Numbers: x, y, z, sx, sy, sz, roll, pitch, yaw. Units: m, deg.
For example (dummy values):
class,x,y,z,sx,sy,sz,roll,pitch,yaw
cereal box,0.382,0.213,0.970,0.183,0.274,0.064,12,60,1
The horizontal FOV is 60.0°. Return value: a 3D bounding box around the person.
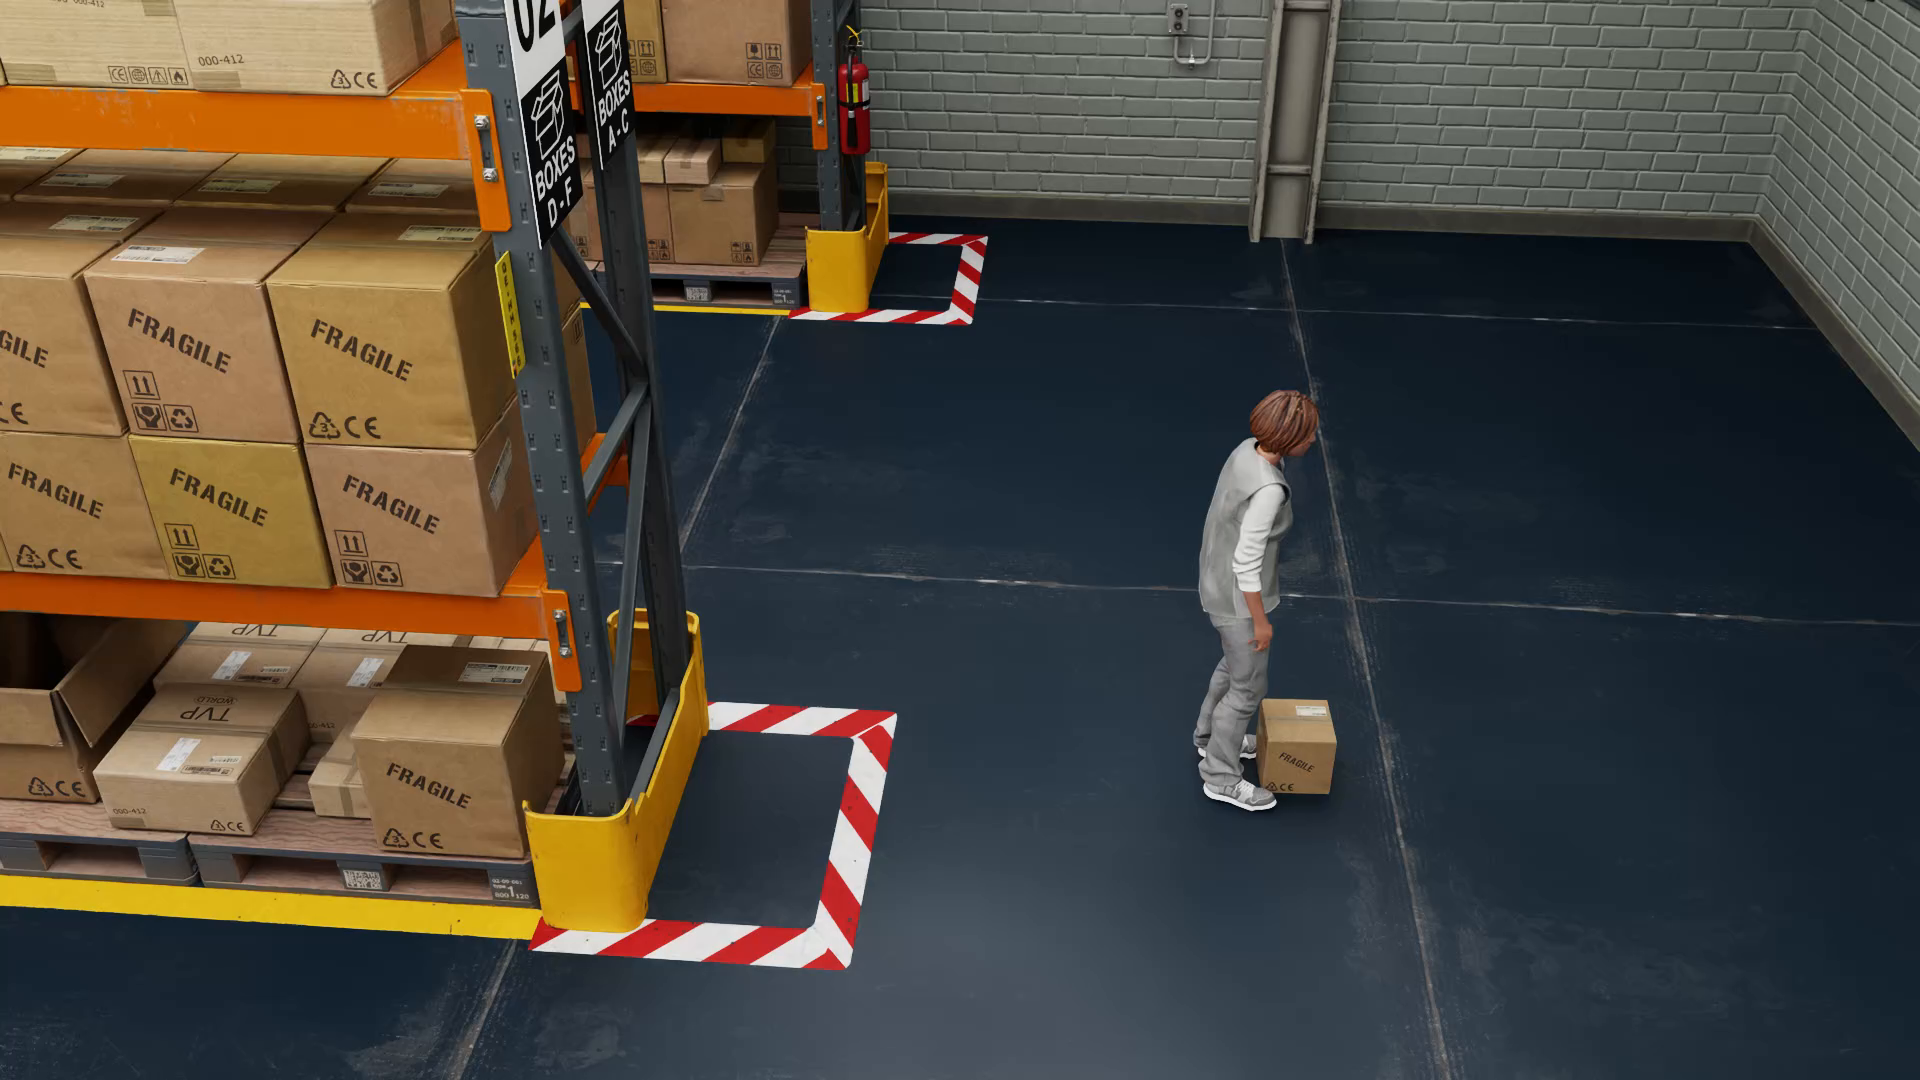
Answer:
class,x,y,z,sx,sy,sz,roll,pitch,yaw
person,1.009,0.196,5.839,0.343,1.593,0.461,3,33,4
